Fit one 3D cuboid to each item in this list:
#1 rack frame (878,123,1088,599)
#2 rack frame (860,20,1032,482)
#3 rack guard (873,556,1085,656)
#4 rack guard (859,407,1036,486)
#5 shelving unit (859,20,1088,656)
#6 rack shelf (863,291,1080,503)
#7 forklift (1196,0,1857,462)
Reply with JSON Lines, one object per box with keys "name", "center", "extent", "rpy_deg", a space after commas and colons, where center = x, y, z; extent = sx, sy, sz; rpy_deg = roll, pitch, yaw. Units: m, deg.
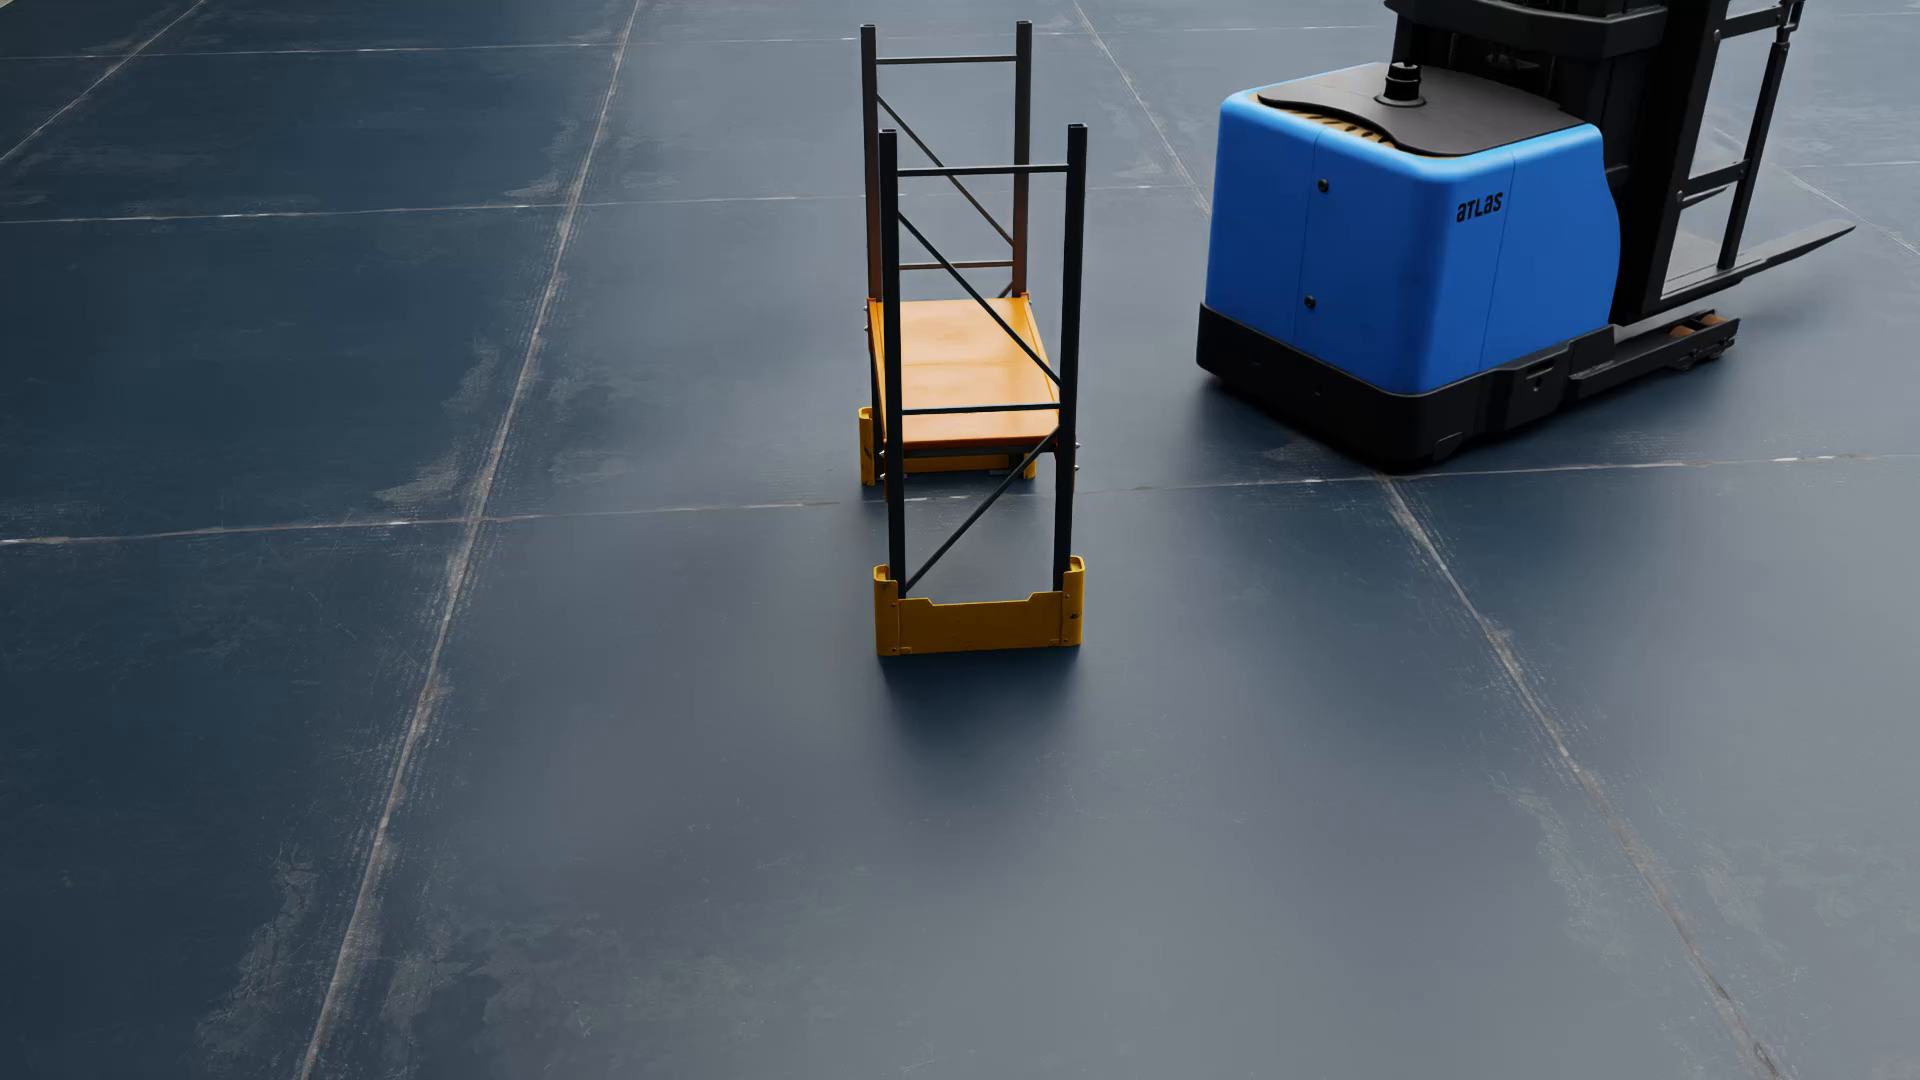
{"name": "rack frame", "center": [0.055, -0.341, 4.358], "extent": [0.500, 1.500, 0.032], "rpy_deg": [-3, 31, -5]}
{"name": "rack frame", "center": [-0.040, -0.860, 5.227], "extent": [0.500, 1.500, 0.032], "rpy_deg": [-3, 31, -5]}
{"name": "rack guard", "center": [0.054, 0.186, 4.695], "extent": [0.587, 0.250, 0.087], "rpy_deg": [-3, 31, -5]}
{"name": "rack guard", "center": [-0.039, -0.323, 5.546], "extent": [0.587, 0.250, 0.087], "rpy_deg": [-3, 31, -5]}
{"name": "shelving unit", "center": [0.007, -0.605, 4.800], "extent": [0.587, 1.500, 1.083], "rpy_deg": [-3, 31, -5]}
{"name": "rack shelf", "center": [0.008, -0.446, 4.885], "extent": [0.538, 0.185, 1.000], "rpy_deg": [-3, 31, -5]}
{"name": "forklift", "center": [2.382, -2.104, 5.914], "extent": [3.031, 2.935, 1.130], "rpy_deg": [-20, 36, -30]}
